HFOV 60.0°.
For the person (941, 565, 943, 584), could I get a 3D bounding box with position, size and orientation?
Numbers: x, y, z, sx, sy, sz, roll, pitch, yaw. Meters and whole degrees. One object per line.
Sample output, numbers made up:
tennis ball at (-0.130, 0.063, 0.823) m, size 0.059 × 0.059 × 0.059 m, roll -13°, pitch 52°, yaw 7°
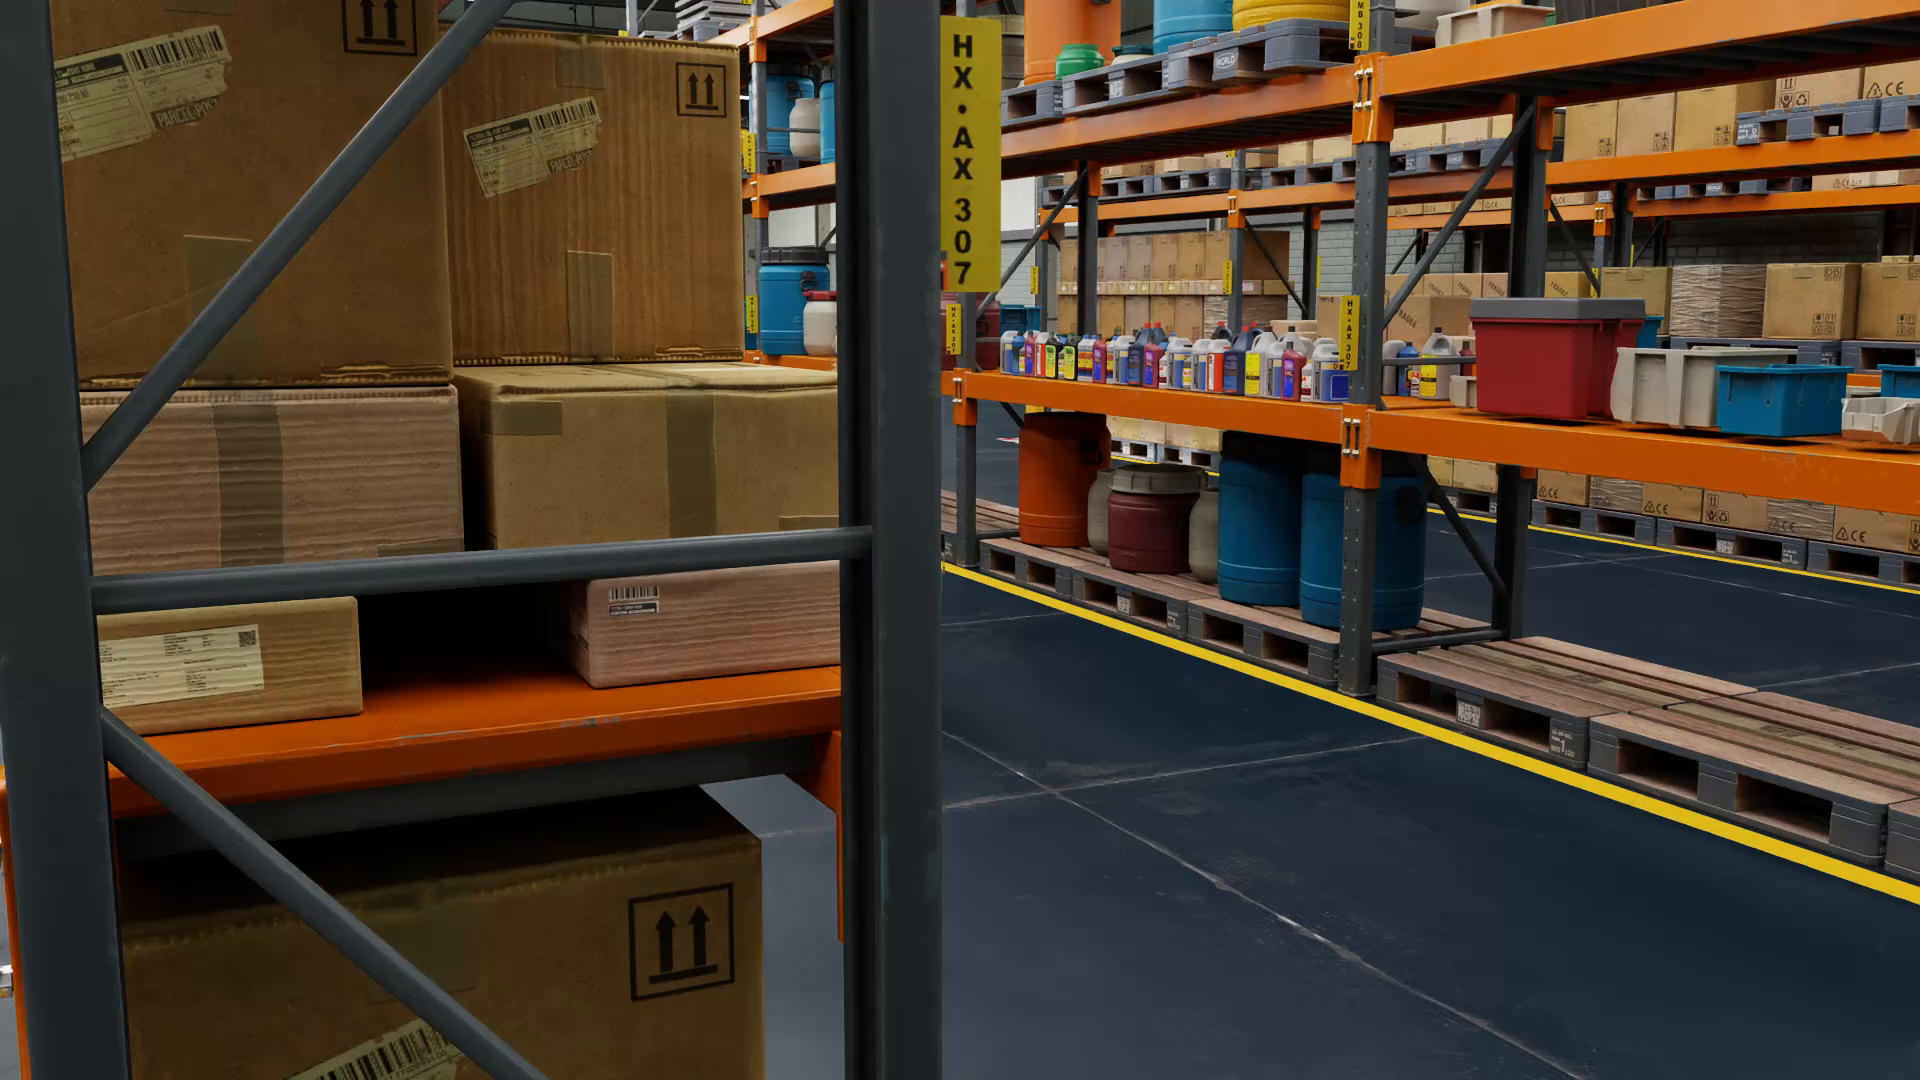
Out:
person at (-0.428, 0.210, 7.577) m, size 0.535 × 0.993 × 0.902 m, roll -4°, pitch 9°, yaw -27°
